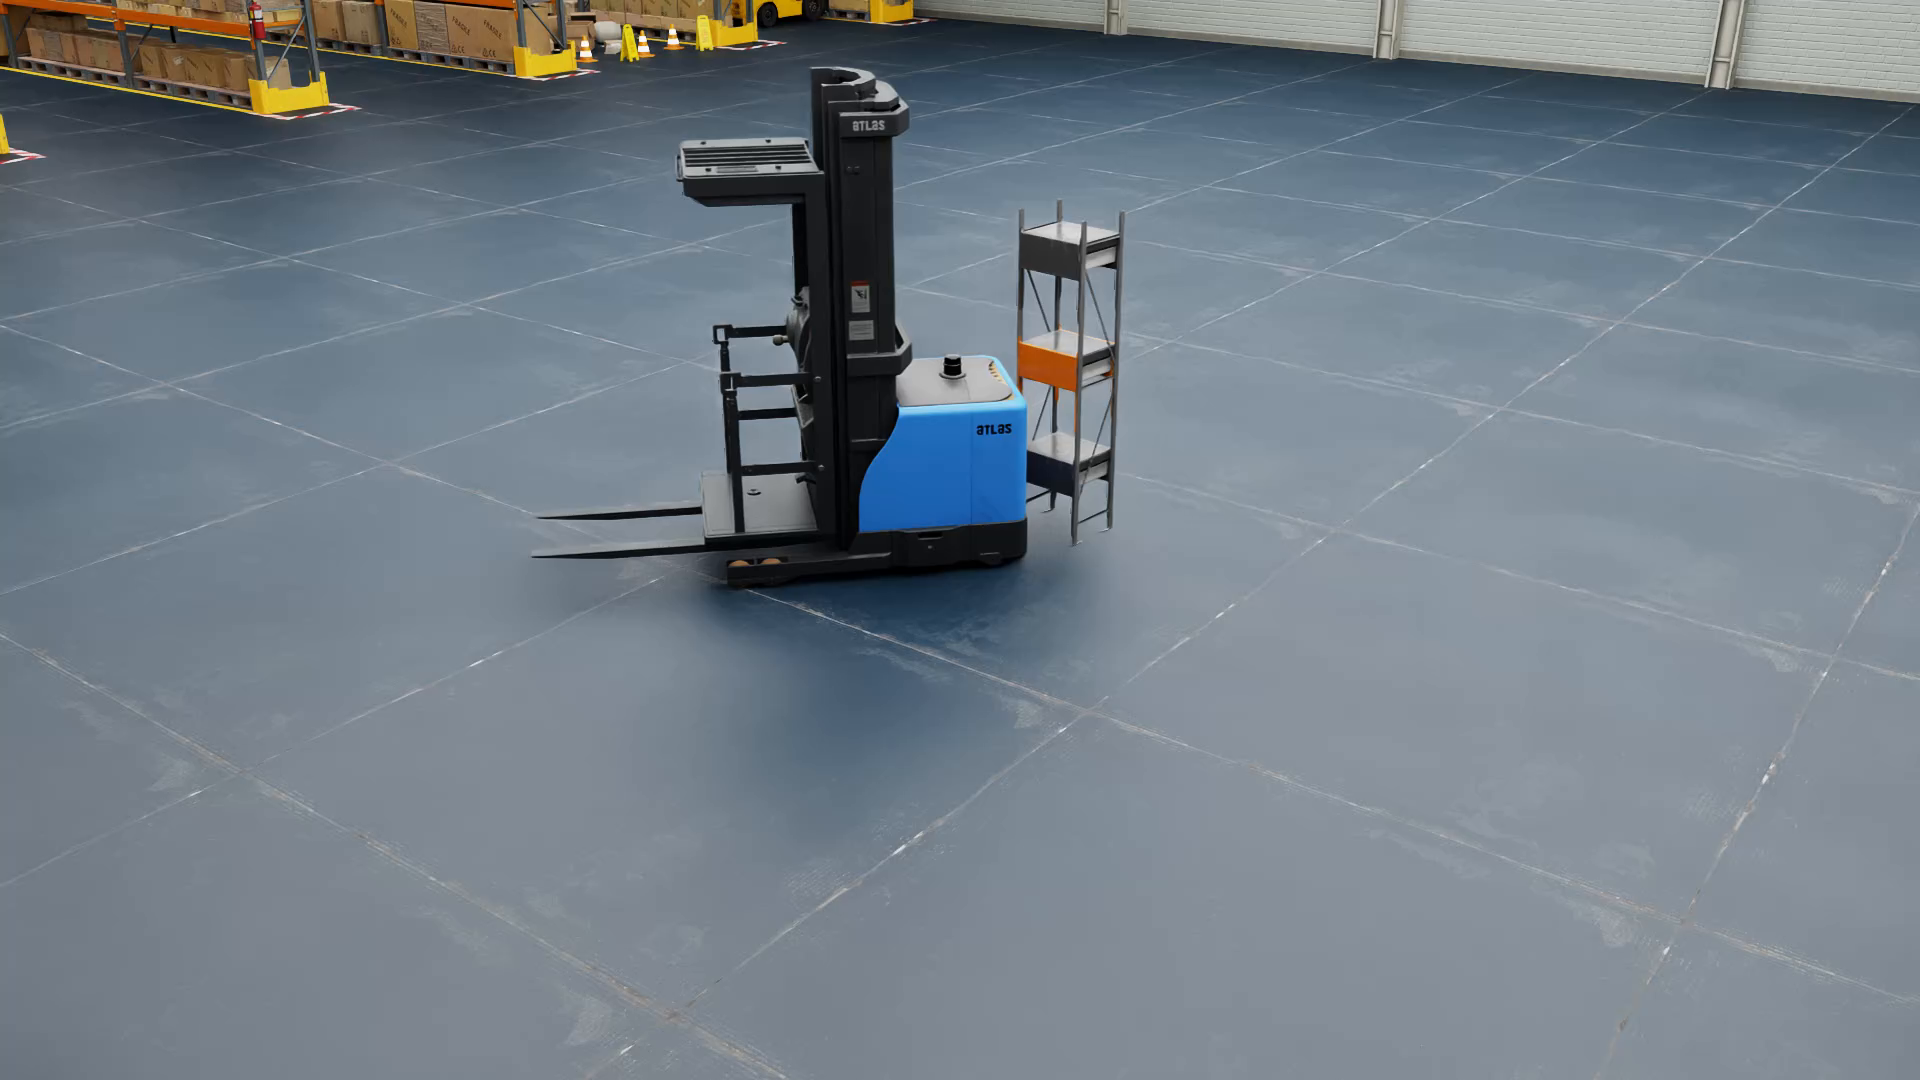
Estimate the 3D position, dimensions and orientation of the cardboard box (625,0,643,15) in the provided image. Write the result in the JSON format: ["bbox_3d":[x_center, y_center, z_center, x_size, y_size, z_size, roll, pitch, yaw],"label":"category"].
[{"bbox_3d":[-6.544,-11.103,34.188,0.500,0.500,0.500,19,30,36],"label":"cardboard box"}]

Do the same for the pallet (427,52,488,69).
[{"bbox_3d":[-9.049,-8.905,30.700,1.213,0.211,1.003,17,29,33],"label":"pallet"}]

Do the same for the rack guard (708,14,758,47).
[{"bbox_3d":[-4.564,-10.214,33.312,0.348,0.500,1.175,17,29,33],"label":"rack guard"}]

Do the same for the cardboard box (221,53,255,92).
[{"bbox_3d":[-11.435,-7.481,26.587,0.500,0.500,0.500,-17,29,-34],"label":"cardboard box"}]

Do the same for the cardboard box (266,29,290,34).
[{"bbox_3d":[-13.359,-10.639,33.446,0.750,0.750,1.050,16,29,33],"label":"cardboard box"}]

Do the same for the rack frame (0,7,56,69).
[{"bbox_3d":[-16.848,-10.077,29.900,0.127,3.000,1.000,17,29,33],"label":"rack frame"}]

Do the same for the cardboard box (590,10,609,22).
[{"bbox_3d":[-7.393,-11.011,34.910,0.500,0.250,0.500,15,28,31],"label":"cardboard box"}]

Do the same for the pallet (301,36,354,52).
[{"bbox_3d":[-12.235,-9.867,32.881,1.213,0.211,1.003,17,29,33],"label":"pallet"}]

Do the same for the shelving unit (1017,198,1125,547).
[{"bbox_3d":[0.679,-1.044,10.516,0.503,2.100,0.431,20,31,38],"label":"shelving unit"}]

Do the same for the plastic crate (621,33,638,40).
[{"bbox_3d":[-6.939,-10.327,34.088,0.583,0.080,0.402,7,25,15],"label":"plastic crate"}]

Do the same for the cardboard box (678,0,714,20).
[{"bbox_3d":[-5.300,-10.726,33.334,0.500,0.500,0.500,17,29,34],"label":"cardboard box"}]

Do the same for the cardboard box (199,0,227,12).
[{"bbox_3d":[-11.342,-8.548,25.938,0.500,0.500,0.875,17,29,33],"label":"cardboard box"}]

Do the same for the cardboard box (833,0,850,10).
[{"bbox_3d":[-2.487,-12.011,37.179,0.500,0.250,0.500,17,29,33],"label":"cardboard box"}]

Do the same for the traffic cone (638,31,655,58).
[{"bbox_3d":[-6.014,-9.426,31.570,0.334,0.463,0.336,17,29,33],"label":"traffic cone"}]

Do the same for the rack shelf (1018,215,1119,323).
[{"bbox_3d":[0.679,-1.672,10.239,0.480,0.518,0.431,20,31,38],"label":"rack shelf"}]

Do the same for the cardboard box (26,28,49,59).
[{"bbox_3d":[-16.300,-8.979,29.963,0.500,0.500,0.700,15,28,31],"label":"cardboard box"}]

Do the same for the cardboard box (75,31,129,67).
[{"bbox_3d":[-14.944,-8.579,29.055,0.500,0.500,0.700,14,27,29],"label":"cardboard box"}]

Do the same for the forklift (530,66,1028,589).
[{"bbox_3d":[-1.145,-1.277,10.014,3.031,2.935,1.130,-4,24,-9],"label":"forklift"}]

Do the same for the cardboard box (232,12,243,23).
[{"bbox_3d":[-10.998,-8.090,25.703,0.250,0.149,0.380,17,29,33],"label":"cardboard box"}]

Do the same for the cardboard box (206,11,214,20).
[{"bbox_3d":[-11.595,-8.273,26.119,0.250,0.149,0.380,17,29,33],"label":"cardboard box"}]

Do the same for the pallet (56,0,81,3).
[{"bbox_3d":[-15.239,-9.524,28.883,1.213,0.211,1.003,17,29,33],"label":"pallet"}]

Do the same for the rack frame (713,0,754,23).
[{"bbox_3d":[-4.503,-11.340,32.766,0.127,3.000,1.000,17,29,33],"label":"rack frame"}]

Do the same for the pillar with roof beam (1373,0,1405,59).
[{"bbox_3d":[5.475,-11.856,26.497,0.400,9.000,9.100,17,29,33],"label":"pillar with roof beam"}]

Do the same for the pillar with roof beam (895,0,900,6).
[{"bbox_3d":[-4.127,-14.758,33.083,0.400,9.000,9.100,17,29,33],"label":"pillar with roof beam"}]

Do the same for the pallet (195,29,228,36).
[{"bbox_3d":[-15.389,-10.861,35.139,1.213,0.211,1.003,17,29,33],"label":"pallet"}]

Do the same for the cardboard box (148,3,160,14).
[{"bbox_3d":[-12.865,-8.598,26.856,0.250,0.149,0.380,17,29,33],"label":"cardboard box"}]

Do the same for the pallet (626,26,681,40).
[{"bbox_3d":[-6.165,-10.585,34.512,1.213,0.211,1.003,17,29,33],"label":"pallet"}]

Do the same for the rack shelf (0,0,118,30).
[{"bbox_3d":[-15.247,-9.264,28.948,4.000,0.370,1.077,17,29,33],"label":"rack shelf"}]

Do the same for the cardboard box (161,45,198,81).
[{"bbox_3d":[-12.888,-7.912,27.567,0.500,0.500,0.500,-16,28,-31],"label":"cardboard box"}]

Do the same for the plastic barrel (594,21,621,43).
[{"bbox_3d":[-7.064,-10.172,33.311,0.512,0.421,0.421,-5,24,-12],"label":"plastic barrel"}]

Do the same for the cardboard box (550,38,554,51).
[{"bbox_3d":[-8.111,-9.613,32.238,0.396,0.266,0.258,-21,31,-39],"label":"cardboard box"}]

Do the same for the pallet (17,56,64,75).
[{"bbox_3d":[-16.223,-8.611,30.033,1.213,0.211,1.003,17,29,33],"label":"pallet"}]

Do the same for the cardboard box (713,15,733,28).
[{"bbox_3d":[-4.982,-10.558,33.881,0.500,0.250,0.500,17,29,33],"label":"cardboard box"}]

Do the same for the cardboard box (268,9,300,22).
[{"bbox_3d":[-10.531,-8.173,25.891,0.250,0.149,0.380,17,29,33],"label":"cardboard box"}]

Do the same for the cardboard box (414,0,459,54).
[{"bbox_3d":[-9.407,-9.514,30.737,0.875,0.875,0.875,17,29,34],"label":"cardboard box"}]

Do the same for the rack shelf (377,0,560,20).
[{"bbox_3d":[-8.991,-9.873,30.329,4.000,0.370,1.077,17,29,33],"label":"rack shelf"}]

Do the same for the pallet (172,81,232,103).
[{"bbox_3d":[-12.108,-7.388,27.255,1.213,0.211,1.003,17,29,33],"label":"pallet"}]

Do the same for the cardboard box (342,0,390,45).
[{"bbox_3d":[-11.142,-9.969,31.925,0.750,0.750,1.050,17,29,33],"label":"cardboard box"}]

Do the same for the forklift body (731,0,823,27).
[{"bbox_3d":[-4.140,-12.424,36.279,1.214,2.155,2.313,17,29,33],"label":"forklift body"}]

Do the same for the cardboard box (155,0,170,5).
[{"bbox_3d":[-12.485,-8.942,26.832,0.500,0.500,0.875,17,29,33],"label":"cardboard box"}]

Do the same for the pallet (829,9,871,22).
[{"bbox_3d":[-2.166,-11.837,37.355,1.213,0.211,1.003,17,29,33],"label":"pallet"}]

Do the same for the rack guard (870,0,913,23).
[{"bbox_3d":[-1.510,-11.792,36.894,0.348,0.500,1.175,17,29,33],"label":"rack guard"}]

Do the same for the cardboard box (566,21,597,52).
[{"bbox_3d":[-7.427,-9.805,32.380,0.637,0.503,0.797,-1,24,-3],"label":"cardboard box"}]

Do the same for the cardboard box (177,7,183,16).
[{"bbox_3d":[-12.220,-8.441,26.500,0.250,0.149,0.380,17,29,33],"label":"cardboard box"}]

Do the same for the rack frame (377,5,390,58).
[{"bbox_3d":[-10.591,-10.685,31.282,0.127,3.000,1.000,17,29,33],"label":"rack frame"}]

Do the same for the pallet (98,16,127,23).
[{"bbox_3d":[-18.532,-11.790,37.246,1.213,0.211,1.003,17,29,33],"label":"pallet"}]

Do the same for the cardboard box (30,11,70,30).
[{"bbox_3d":[-16.294,-9.325,29.819,0.500,0.250,0.500,18,30,35],"label":"cardboard box"}]

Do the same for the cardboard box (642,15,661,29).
[{"bbox_3d":[-6.143,-10.635,34.056,0.500,0.250,0.500,16,28,31],"label":"cardboard box"}]

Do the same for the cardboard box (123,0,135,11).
[{"bbox_3d":[-13.463,-8.781,27.271,0.250,0.149,0.380,17,29,33],"label":"cardboard box"}]
